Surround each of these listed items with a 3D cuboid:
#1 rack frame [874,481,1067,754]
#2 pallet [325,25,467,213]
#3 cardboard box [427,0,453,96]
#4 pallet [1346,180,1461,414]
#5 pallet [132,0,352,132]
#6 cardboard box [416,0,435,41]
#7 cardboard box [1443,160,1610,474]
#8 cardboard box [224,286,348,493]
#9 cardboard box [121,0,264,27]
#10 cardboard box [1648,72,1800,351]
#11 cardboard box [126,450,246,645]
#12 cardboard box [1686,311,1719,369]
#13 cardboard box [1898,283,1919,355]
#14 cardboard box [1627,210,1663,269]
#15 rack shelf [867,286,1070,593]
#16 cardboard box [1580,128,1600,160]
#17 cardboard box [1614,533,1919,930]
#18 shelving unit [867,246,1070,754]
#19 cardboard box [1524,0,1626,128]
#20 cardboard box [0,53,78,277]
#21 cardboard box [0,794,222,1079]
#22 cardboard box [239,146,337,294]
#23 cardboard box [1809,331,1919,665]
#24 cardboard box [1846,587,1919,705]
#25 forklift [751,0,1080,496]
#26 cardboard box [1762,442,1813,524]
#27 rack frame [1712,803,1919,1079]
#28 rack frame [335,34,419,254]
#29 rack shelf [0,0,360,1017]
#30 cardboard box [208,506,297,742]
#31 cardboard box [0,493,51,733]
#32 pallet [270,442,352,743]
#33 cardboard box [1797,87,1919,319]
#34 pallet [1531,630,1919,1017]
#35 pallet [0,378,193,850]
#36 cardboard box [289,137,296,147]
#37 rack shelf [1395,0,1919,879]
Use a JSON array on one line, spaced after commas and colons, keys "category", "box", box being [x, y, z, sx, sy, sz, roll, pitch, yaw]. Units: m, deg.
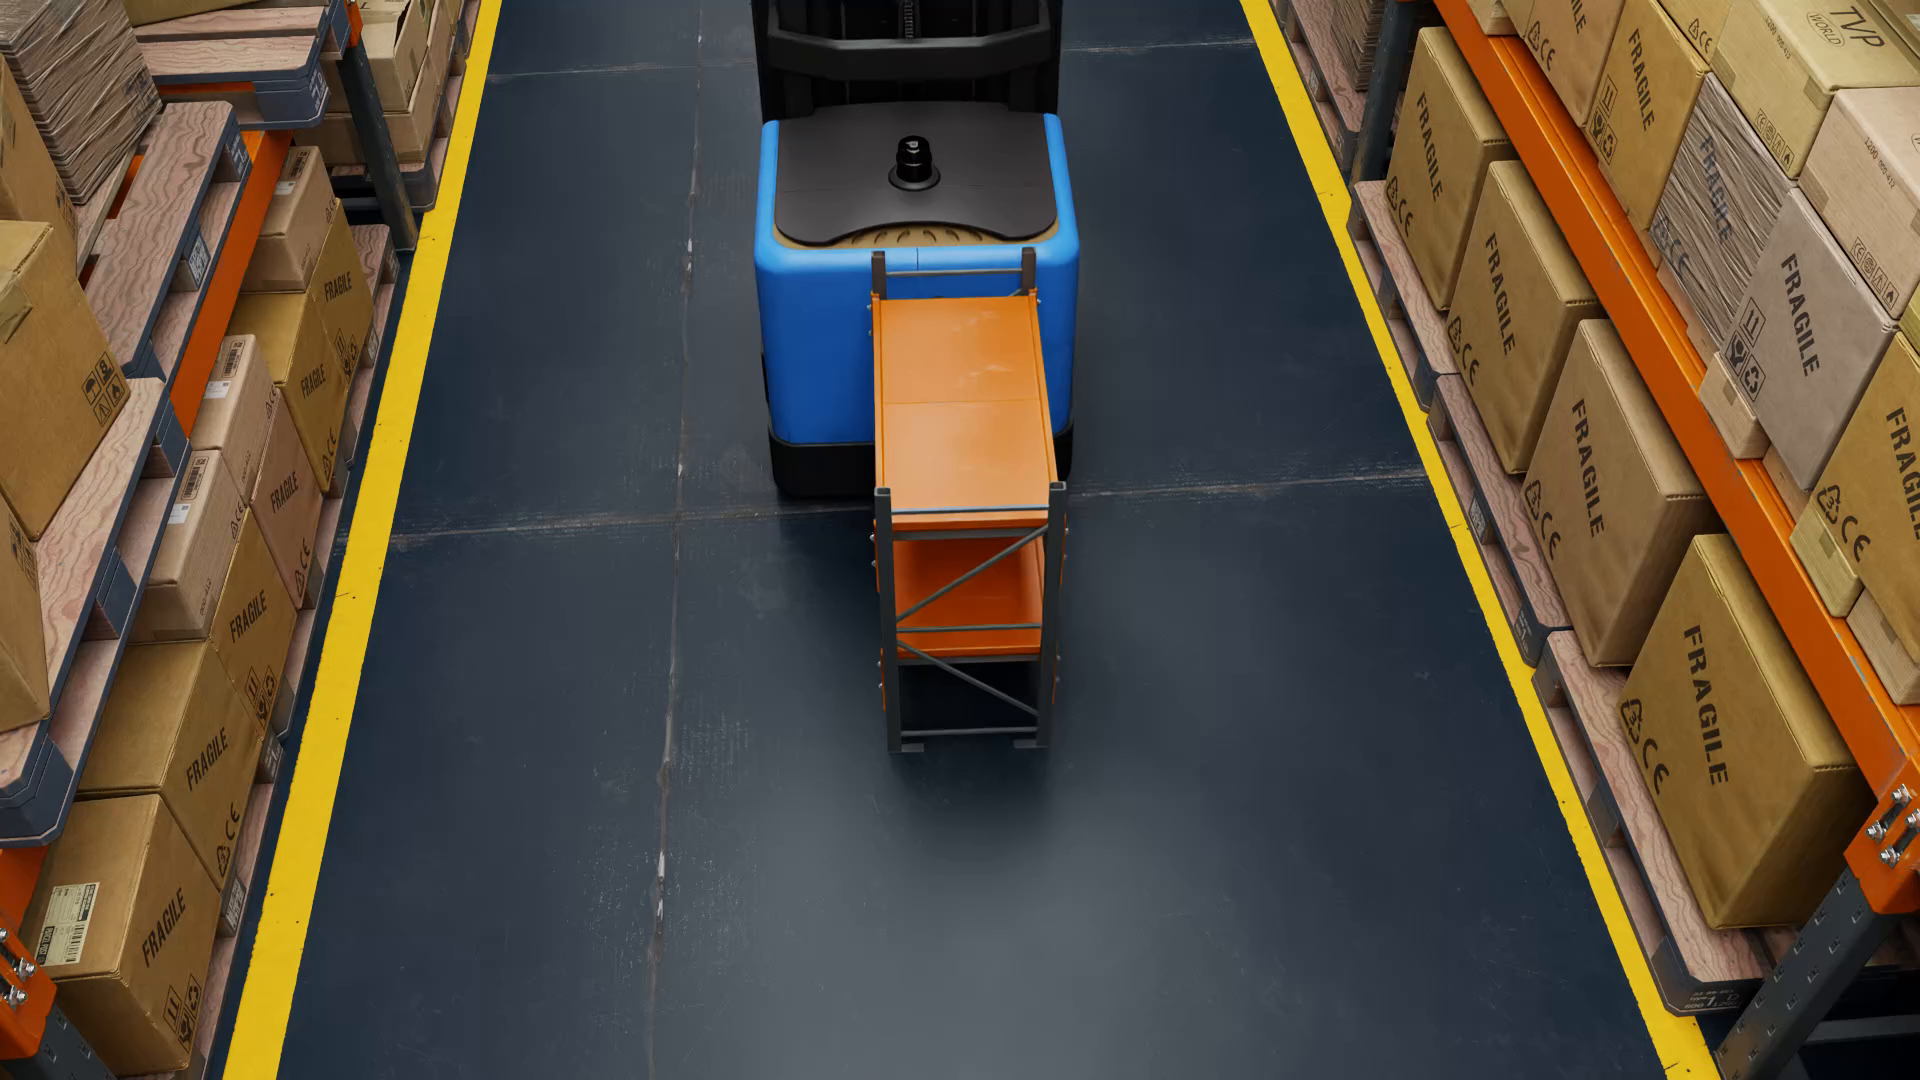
[{"category": "rack frame", "box": [0.027, 0.253, 4.736, 0.500, 1.125, 0.032, -2, 47, -2]}, {"category": "pallet", "box": [-2.787, -1.871, 7.377, 1.003, 0.211, 1.213, -3, 47, -3]}, {"category": "cardboard box", "box": [-2.551, -2.192, 7.364, 0.500, 0.250, 0.500, -5, 47, -4]}, {"category": "pallet", "box": [2.170, -1.002, 6.554, 1.003, 0.211, 1.213, -3, 47, -3]}, {"category": "pallet", "box": [-2.630, -1.680, 5.407, 1.213, 0.211, 1.003, -3, 47, -3]}, {"category": "cardboard box", "box": [-2.560, -2.400, 7.176, 0.500, 0.311, 0.500, -5, 47, -4]}, {"category": "cardboard box", "box": [2.177, -0.767, 5.602, 0.750, 0.750, 0.750, -4, 47, -3]}, {"category": "cardboard box", "box": [-2.401, -0.487, 5.564, 0.500, 0.500, 0.500, -5, 47, -5]}, {"category": "cardboard box", "box": [-2.591, -1.962, 5.184, 0.700, 0.500, 0.500, -18, 49, -16]}, {"category": "cardboard box", "box": [2.138, -0.837, 4.189, 0.500, 0.500, 0.500, -3, 47, -3]}, {"category": "cardboard box", "box": [-2.303, 0.024, 4.564, 0.500, 0.250, 0.500, -3, 47, -3]}, {"category": "cardboard box", "box": [2.147, -0.530, 4.345, 0.380, 0.149, 0.250, -3, 47, -3]}, {"category": "cardboard box", "box": [2.220, -0.366, 3.226, 0.500, 0.250, 0.500, -2, 47, -2]}, {"category": "cardboard box", "box": [2.130, -0.905, 4.700, 0.380, 0.149, 0.250, -2, 47, -2]}, {"category": "rack shelf", "box": [0.004, -0.317, 4.872, 0.538, 0.278, 1.000, -2, 47, -2]}, {"category": "cardboard box", "box": [2.112, -1.275, 5.051, 0.380, 0.149, 0.250, -3, 47, -3]}, {"category": "cardboard box", "box": [2.330, 0.490, 4.411, 0.750, 0.750, 0.750, -3, 47, -3]}, {"category": "shelving unit", "box": [0.004, -0.116, 5.085, 0.538, 1.125, 1.048, -2, 47, -2]}, {"category": "cardboard box", "box": [2.040, -1.574, 4.887, 0.500, 0.500, 0.500, -4, 47, -3]}, {"category": "cardboard box", "box": [-2.631, -0.791, 4.076, 0.700, 0.500, 0.500, -14, 48, -13]}, {"category": "cardboard box", "box": [-2.219, 1.005, 4.151, 0.500, 0.500, 0.500, -5, 47, -5]}, {"category": "cardboard box", "box": [-2.435, -1.079, 5.608, 0.500, 0.250, 0.500, -2, 47, -2]}, {"category": "cardboard box", "box": [2.224, -0.104, 3.495, 0.500, 0.500, 0.500, -4, 47, -4]}, {"category": "cardboard box", "box": [2.204, 0.210, 3.644, 0.380, 0.149, 0.250, -3, 47, -3]}, {"category": "forklift", "box": [-0.196, -2.223, 5.836, 1.130, 2.935, 3.031, -2, 47, -2]}, {"category": "cardboard box", "box": [2.183, -0.161, 3.996, 0.380, 0.149, 0.250, -2, 47, -2]}, {"category": "rack frame", "box": [2.514, 0.358, 3.345, 1.000, 3.000, 0.127, -3, 47, -3]}, {"category": "rack frame", "box": [-2.757, -2.232, 5.798, 1.000, 3.000, 0.127, -3, 47, -3]}, {"category": "rack shelf", "box": [-2.589, -0.538, 4.689, 1.077, 0.370, 4.000, -3, 47, -3]}, {"category": "cardboard box", "box": [-2.309, 0.258, 4.858, 0.500, 0.500, 0.500, -3, 47, -3]}, {"category": "cardboard box", "box": [-2.238, 0.127, 3.206, 0.700, 0.500, 0.500, -18, 49, -16]}, {"category": "pallet", "box": [-2.633, 0.150, 5.463, 1.003, 0.211, 1.213, -3, 47, -3]}, {"category": "cardboard box", "box": [2.187, -0.736, 3.577, 0.500, 0.250, 0.500, -3, 47, -2]}, {"category": "pallet", "box": [2.375, 0.763, 4.882, 1.003, 0.211, 1.213, -3, 47, -3]}, {"category": "pallet", "box": [-2.380, 0.143, 3.681, 1.003, 0.211, 1.213, -3, 47, -3]}, {"category": "cardboard box", "box": [-3.044, -1.797, 6.990, 0.500, 0.250, 0.500, -2, 47, -2]}, {"category": "rack shelf", "box": [2.347, -0.842, 4.977, 1.077, 0.370, 4.000, -3, 47, -3]}]
